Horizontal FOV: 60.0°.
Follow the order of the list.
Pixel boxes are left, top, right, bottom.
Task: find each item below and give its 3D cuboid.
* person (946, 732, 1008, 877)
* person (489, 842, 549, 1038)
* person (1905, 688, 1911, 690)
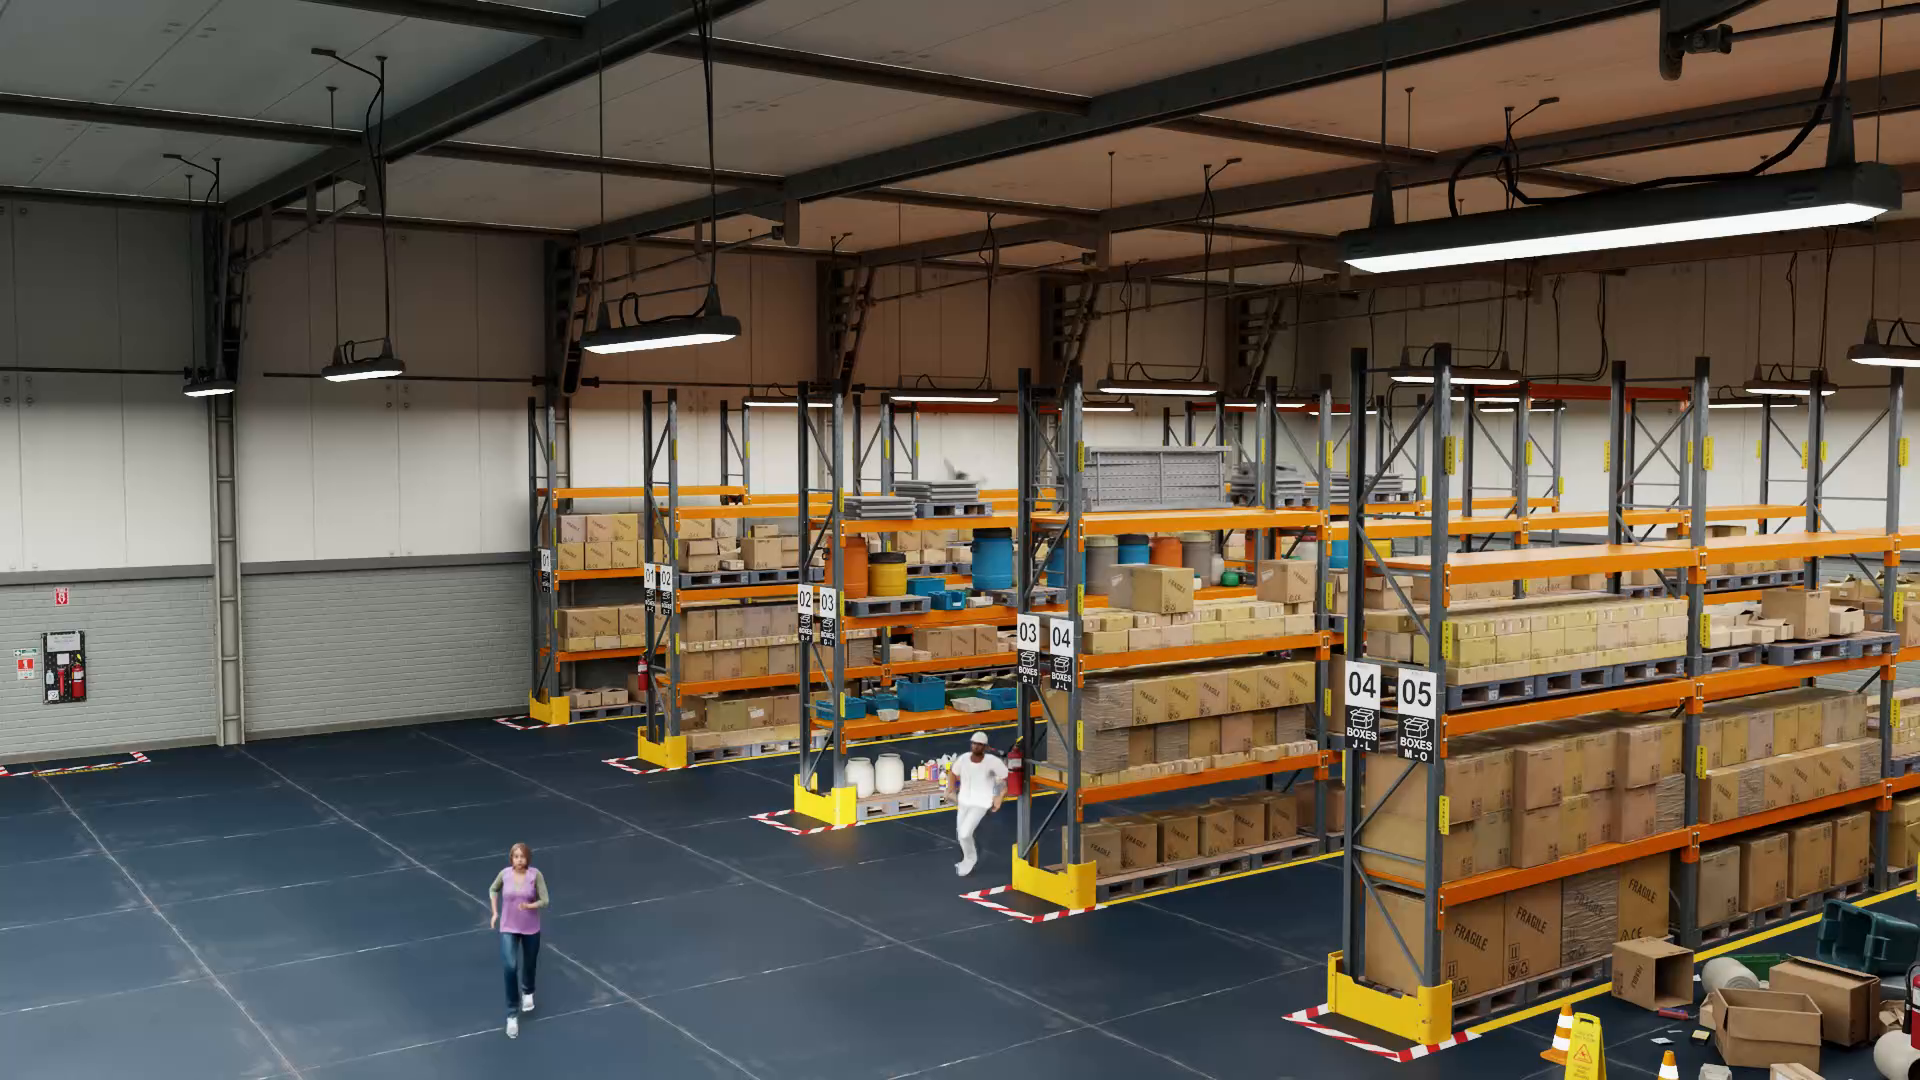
[{"bbox_3d":[0.171,3.137,19.771,0.766,1.738,0.631,2,4,36],"label":"person"},{"bbox_3d":[-3.897,3.499,14.721,0.510,1.617,0.737,-1,3,-16],"label":"person"},{"bbox_3d":[13.813,2.948,24.130,0.603,1.624,0.603,-2,4,-33],"label":"person"}]
